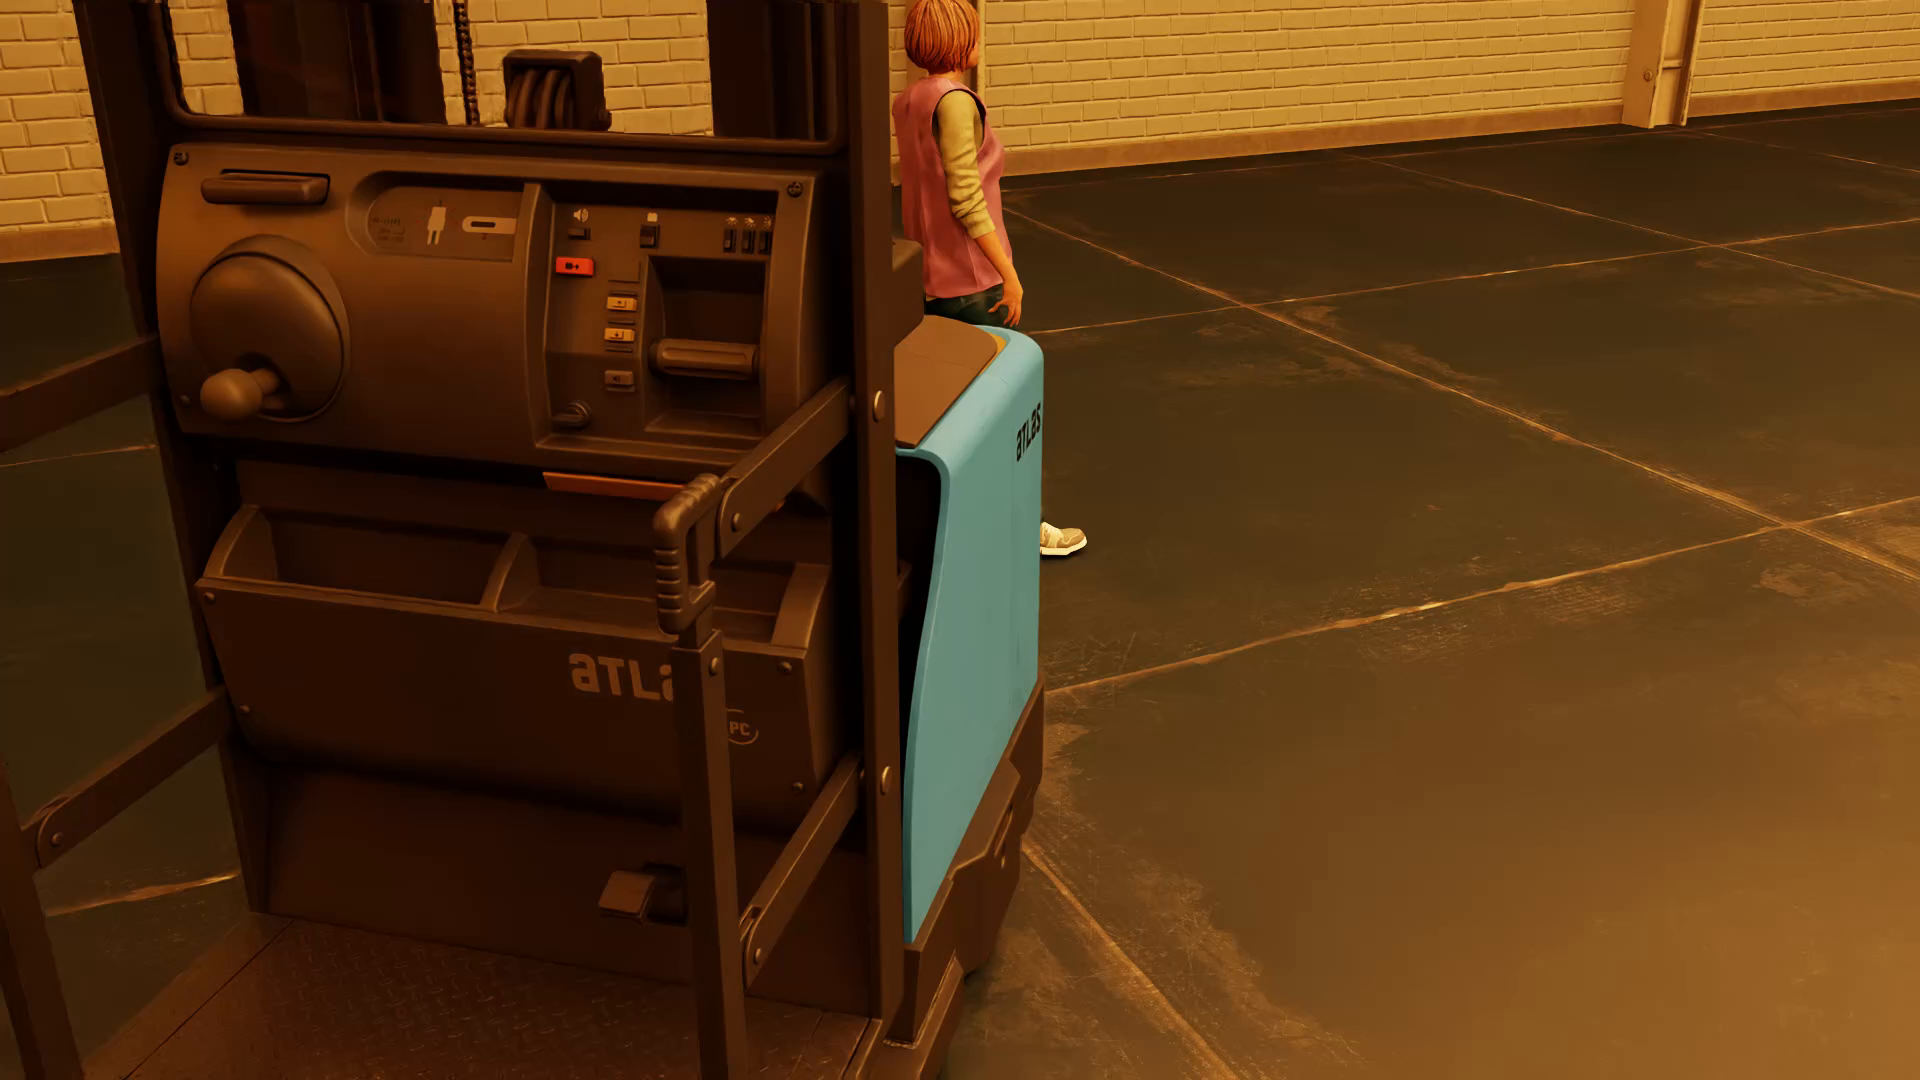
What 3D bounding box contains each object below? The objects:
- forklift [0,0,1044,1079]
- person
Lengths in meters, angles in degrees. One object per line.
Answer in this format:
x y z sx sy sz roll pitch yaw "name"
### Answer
-0.687 -0.289 1.981 1.130 2.935 3.031 6 23 14 "forklift"
0.073 -0.751 4.814 0.476 1.597 0.520 -10 25 -23 "person"
